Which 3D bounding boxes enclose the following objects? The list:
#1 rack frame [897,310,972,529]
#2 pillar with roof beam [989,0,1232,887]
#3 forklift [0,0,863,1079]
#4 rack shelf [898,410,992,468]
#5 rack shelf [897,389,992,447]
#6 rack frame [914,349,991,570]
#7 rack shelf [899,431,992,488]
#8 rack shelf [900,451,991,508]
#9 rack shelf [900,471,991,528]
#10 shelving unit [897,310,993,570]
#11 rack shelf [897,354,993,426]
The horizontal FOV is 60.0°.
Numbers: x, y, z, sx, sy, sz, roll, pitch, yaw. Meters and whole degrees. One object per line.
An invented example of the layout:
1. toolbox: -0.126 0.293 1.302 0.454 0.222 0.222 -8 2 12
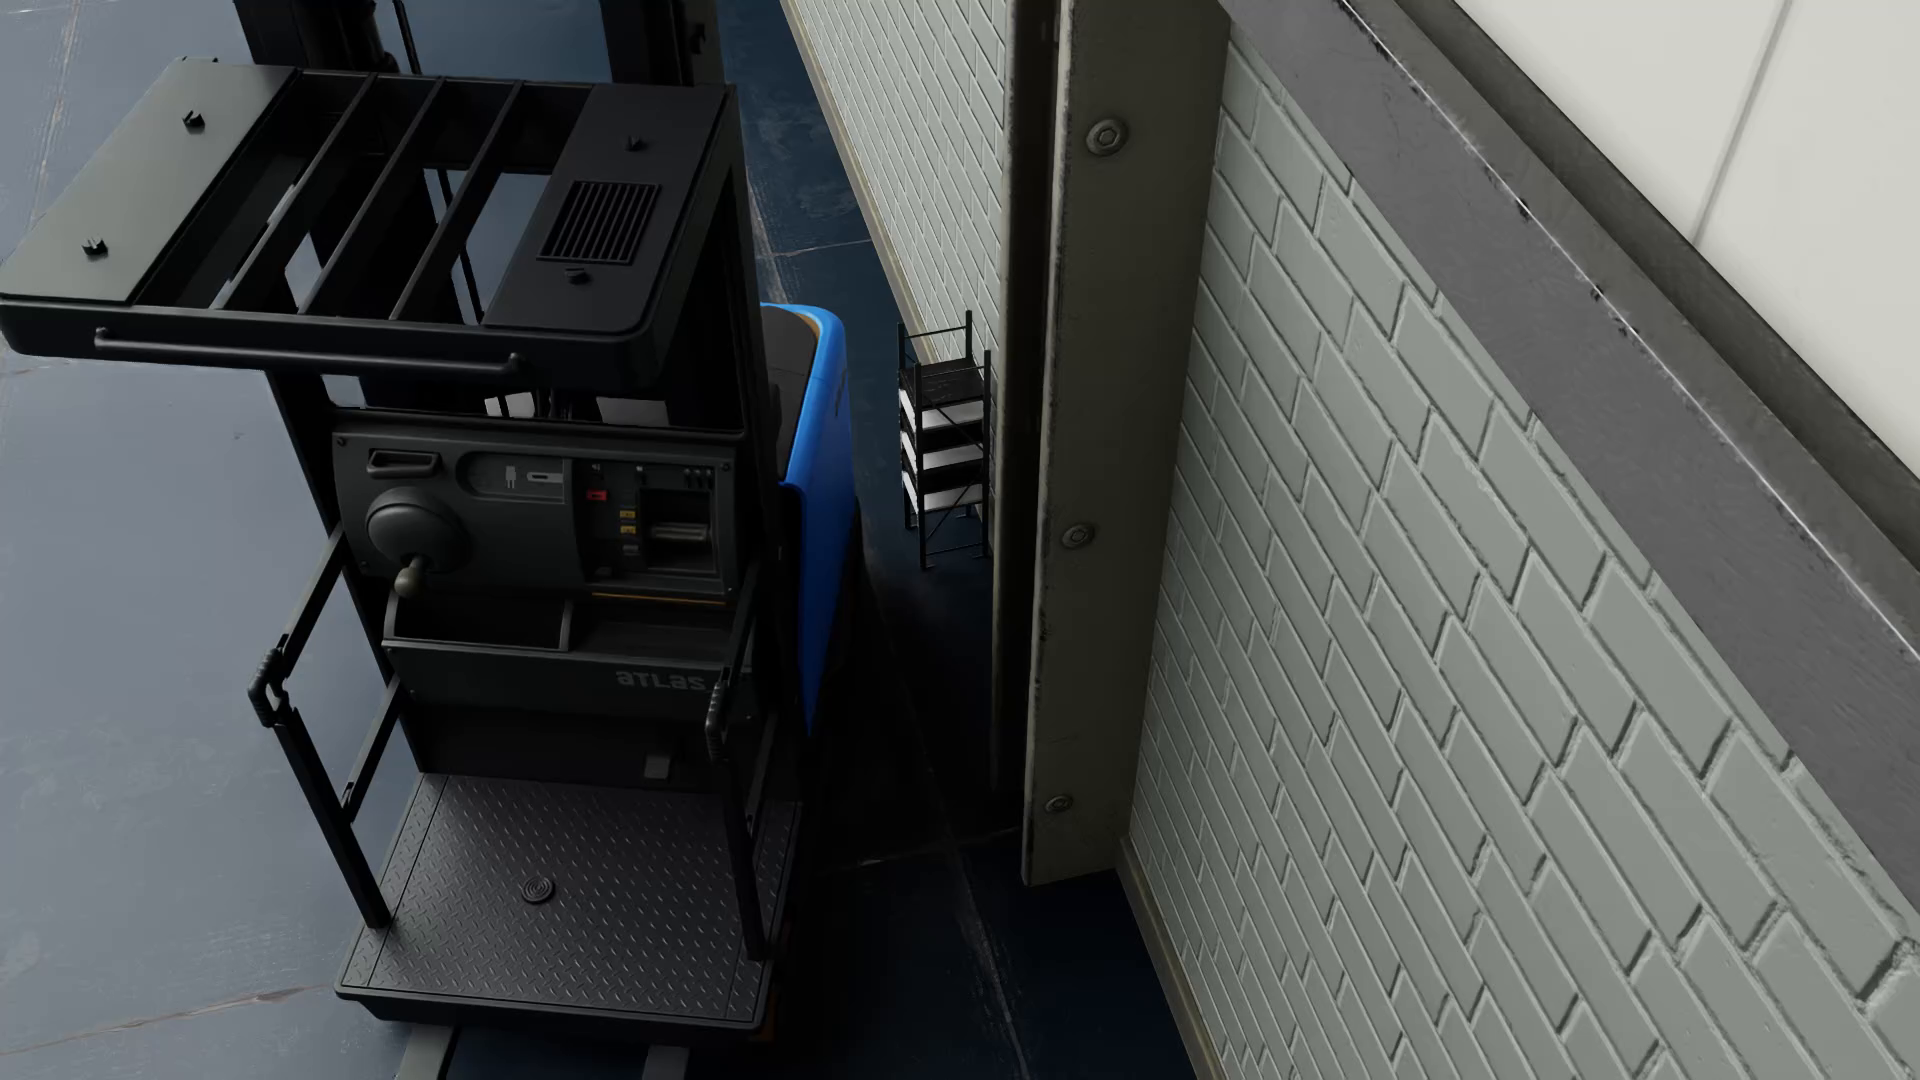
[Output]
1. rack frame: -0.077 -0.380 5.492 0.240 0.900 0.006 -12 47 -11
2. pillar with roof beam: -3.875 -1.530 0.949 9.100 9.000 0.400 -11 47 -10
3. forklift: -0.984 0.049 3.650 1.130 2.935 3.031 4 46 4
4. rack shelf: -0.049 -0.349 5.383 0.258 0.077 0.200 -12 47 -11
5. rack shelf: -0.050 -0.412 5.318 0.258 0.077 0.200 -12 47 -11
6. rack frame: -0.021 -0.240 5.355 0.240 0.900 0.006 -12 47 -11
7. rack shelf: -0.049 -0.286 5.447 0.258 0.077 0.200 -12 47 -11
8. rack shelf: -0.049 -0.223 5.511 0.258 0.077 0.200 -12 47 -11
9. rack shelf: -0.049 -0.160 5.576 0.258 0.077 0.200 -12 47 -11
10. shelving unit: -0.049 -0.310 5.423 0.258 0.900 0.210 -12 47 -11
11. rack shelf: -0.050 -0.475 5.254 0.258 0.077 0.200 -12 47 -11
